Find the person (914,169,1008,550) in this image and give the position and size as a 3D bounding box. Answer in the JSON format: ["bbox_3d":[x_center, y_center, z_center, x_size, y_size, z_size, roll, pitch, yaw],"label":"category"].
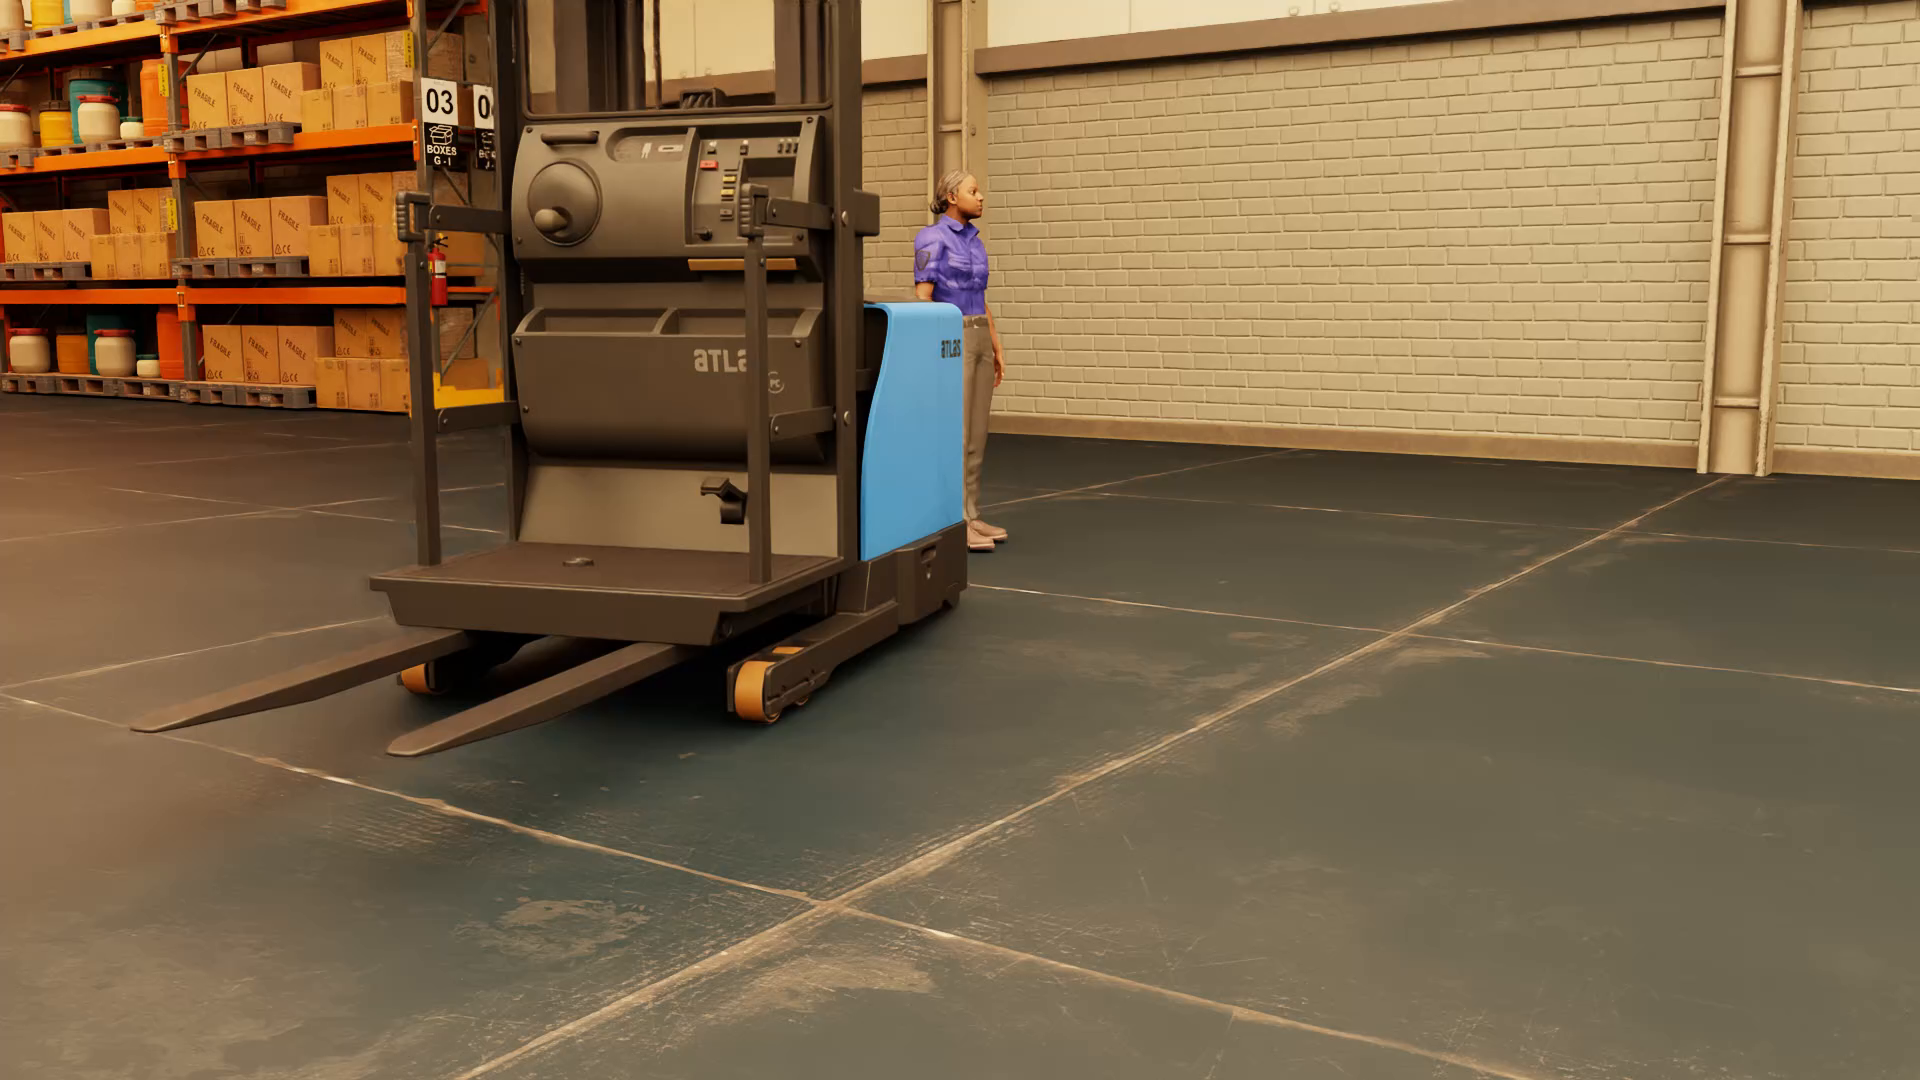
[{"bbox_3d":[0.062,-0.817,7.421,0.503,1.656,0.569,5,10,34],"label":"person"}]

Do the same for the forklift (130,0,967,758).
[{"bbox_3d":[-0.904,-1.040,4.509,1.130,2.935,3.031,3,8,17],"label":"forklift"}]
